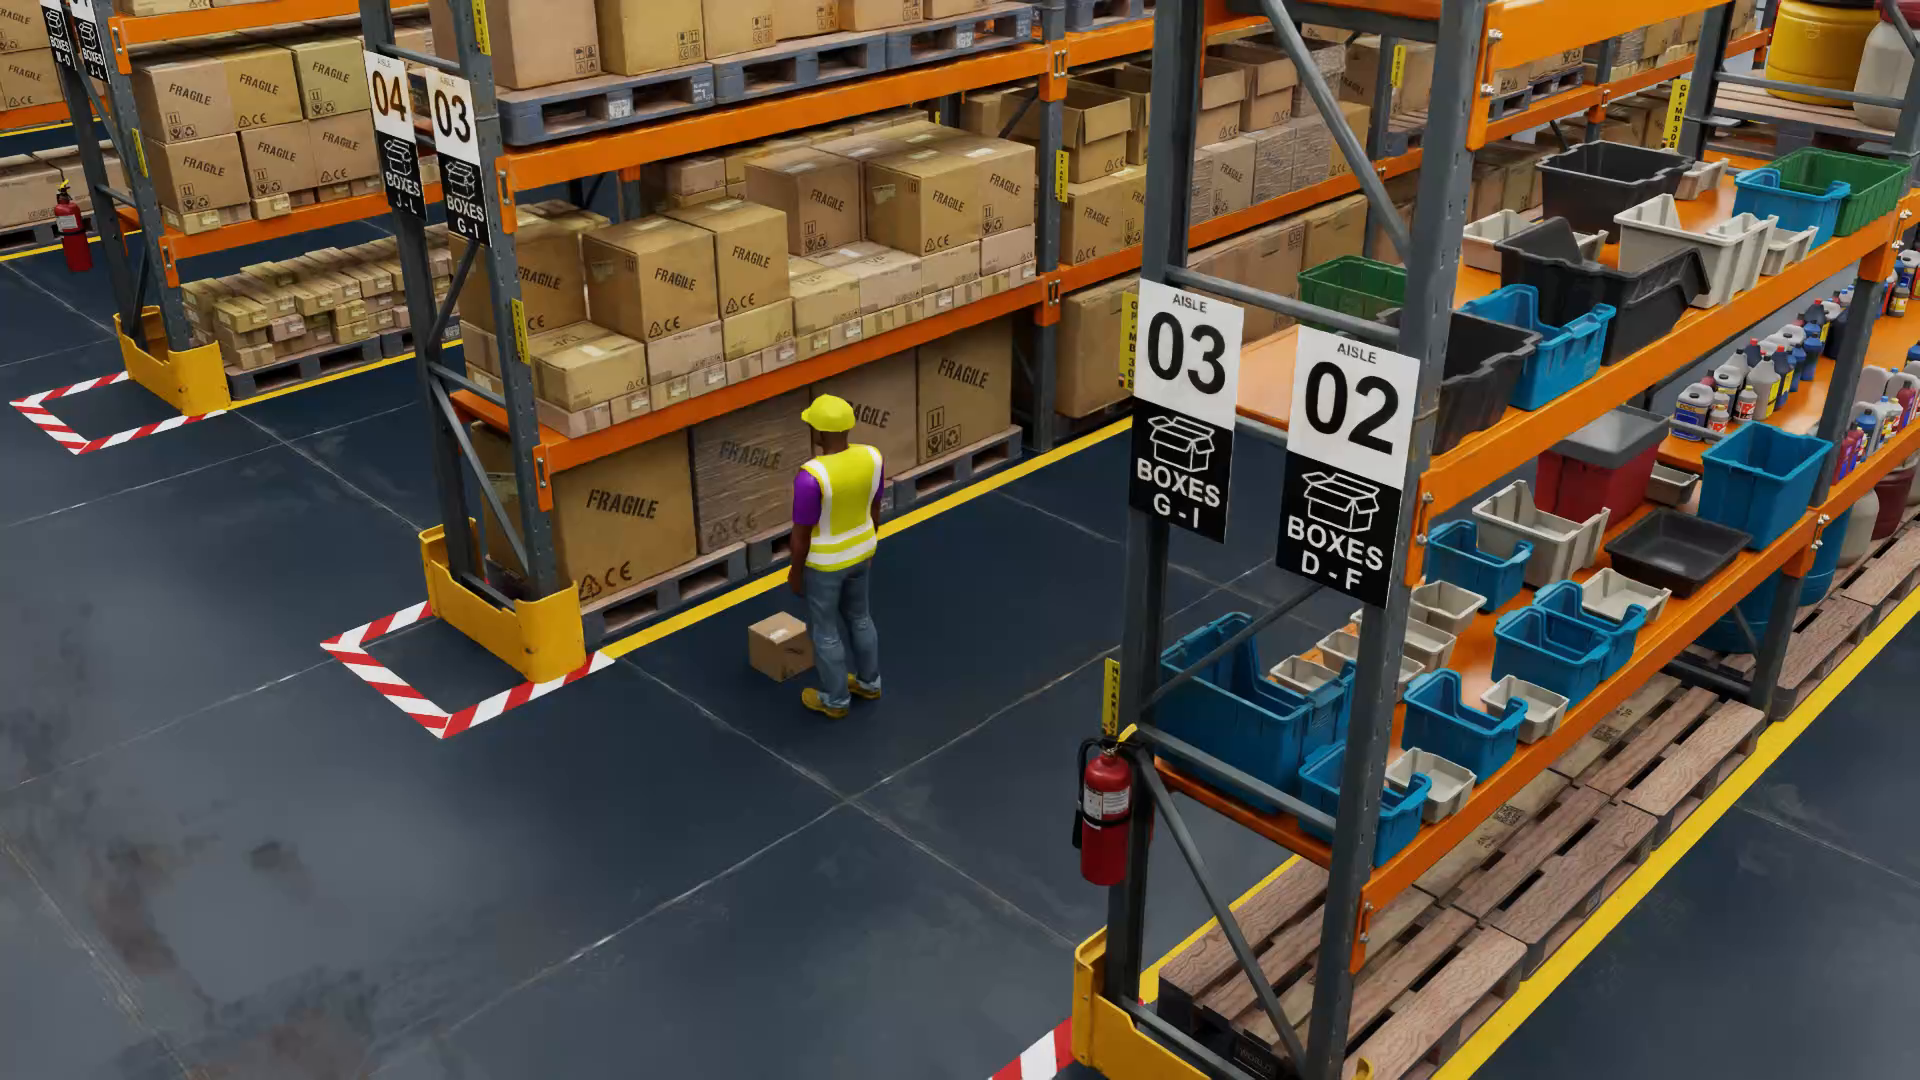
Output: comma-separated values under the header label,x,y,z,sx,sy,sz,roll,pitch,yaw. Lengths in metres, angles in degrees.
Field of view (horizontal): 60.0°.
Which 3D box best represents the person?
label,x,y,z,sx,sy,sz,roll,pitch,yaw
person,-0.638,0.081,8.442,0.563,1.761,0.361,-24,36,-38
